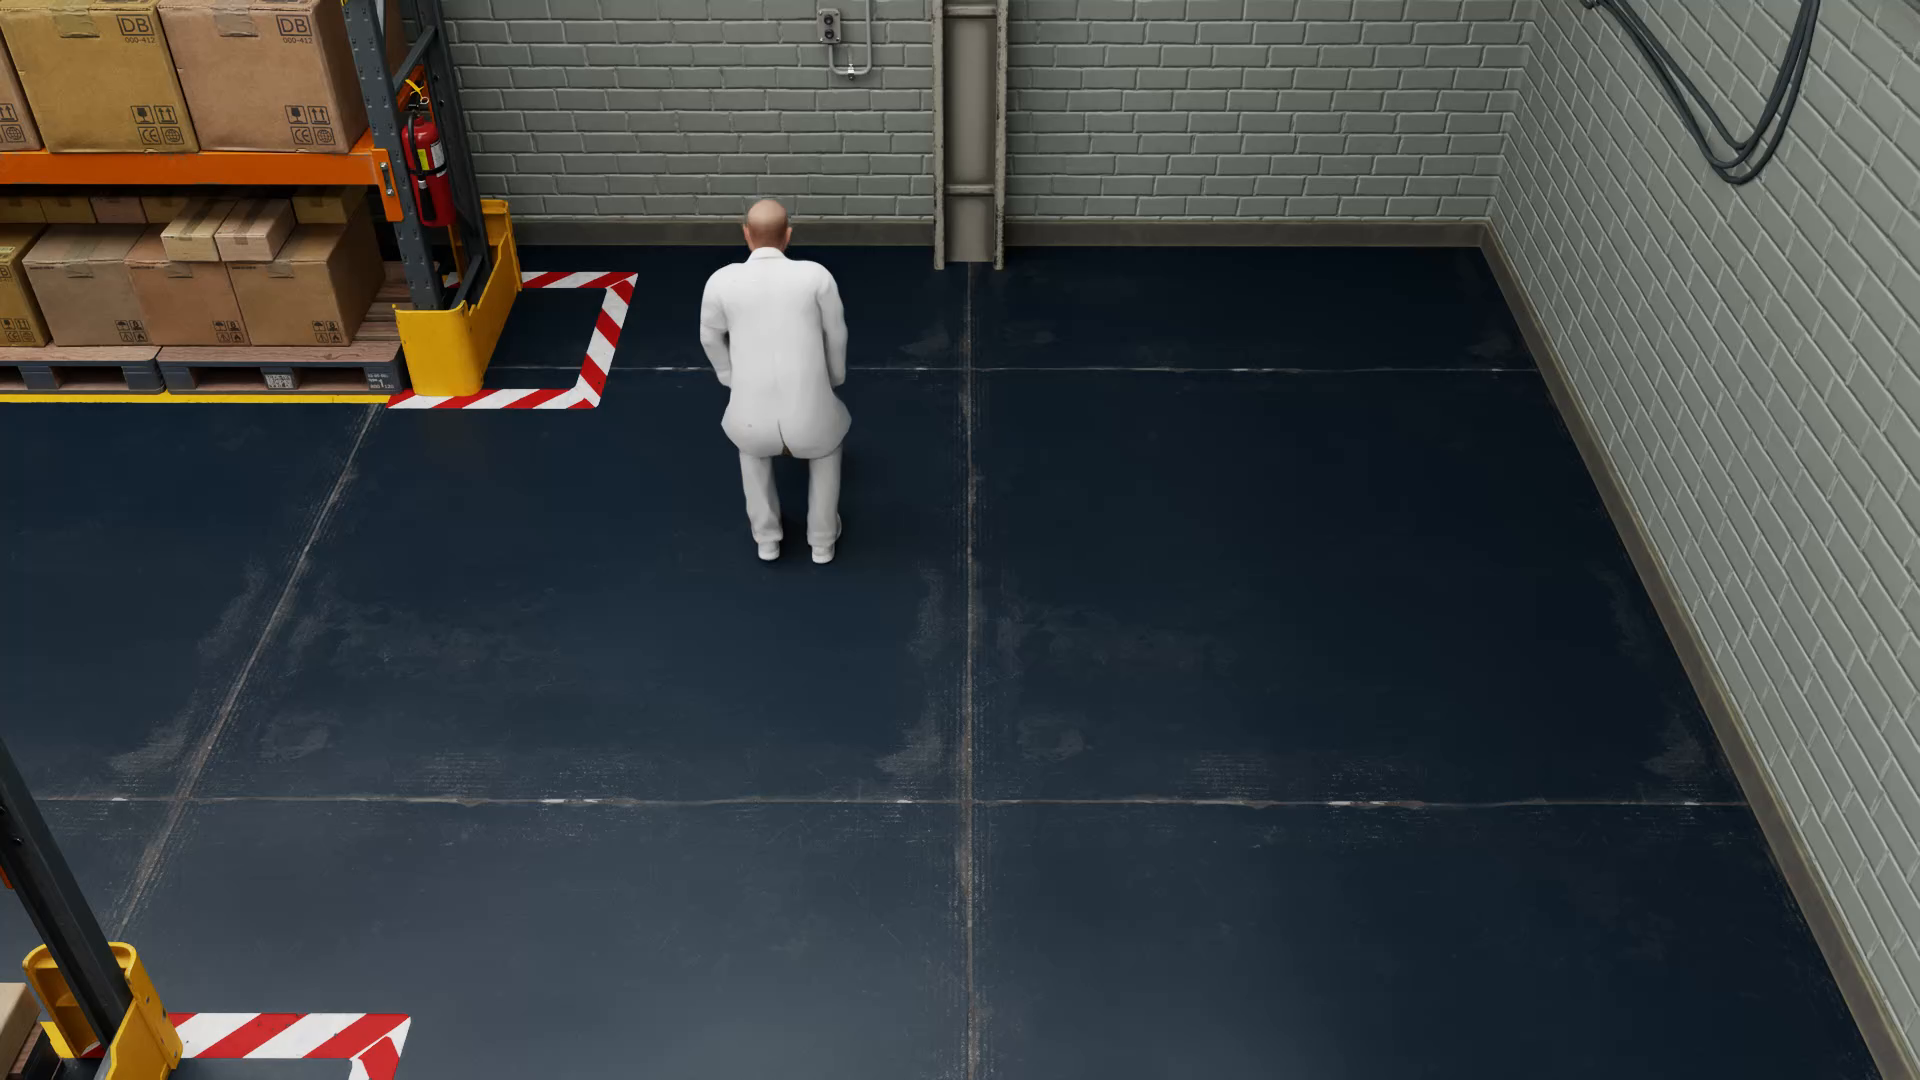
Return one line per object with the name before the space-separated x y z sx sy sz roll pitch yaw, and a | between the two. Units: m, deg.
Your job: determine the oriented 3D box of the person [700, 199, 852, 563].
person | -0.776 -0.629 7.080 0.620 1.612 0.564 0 39 1
